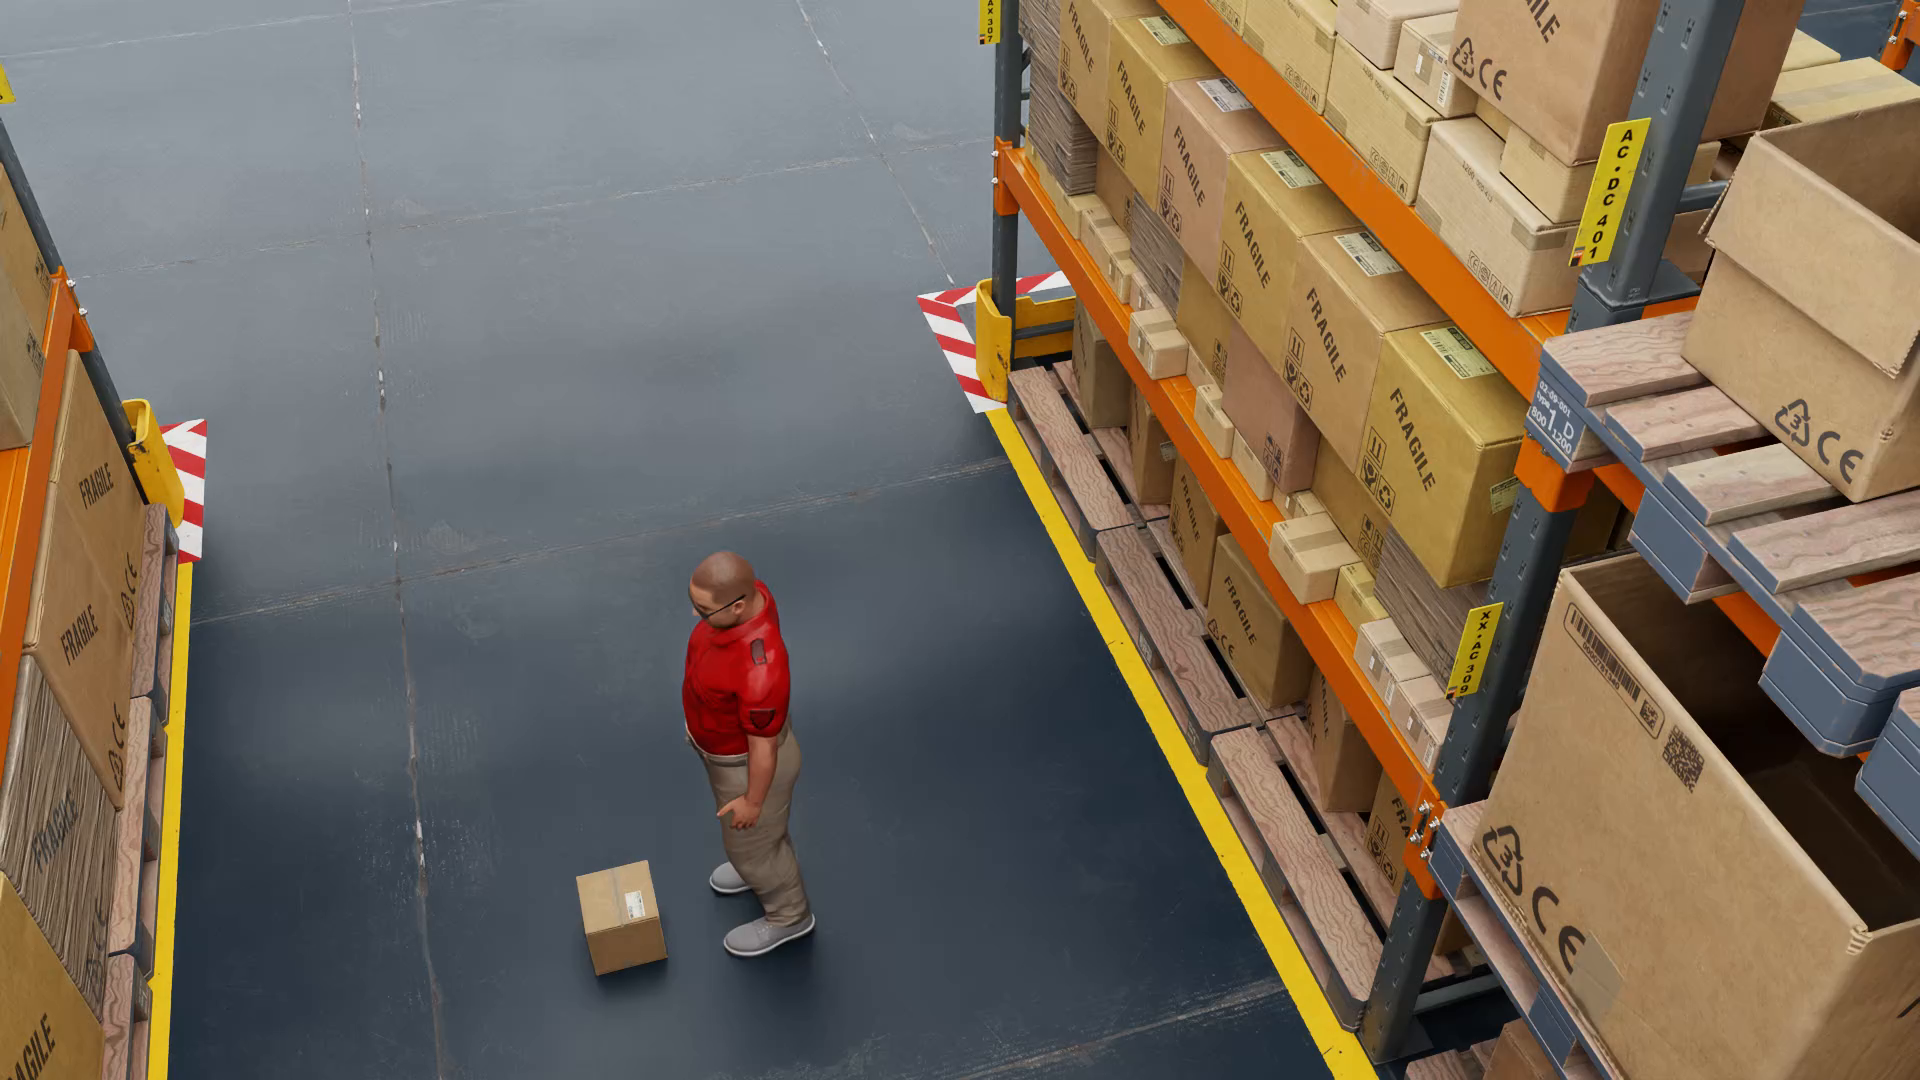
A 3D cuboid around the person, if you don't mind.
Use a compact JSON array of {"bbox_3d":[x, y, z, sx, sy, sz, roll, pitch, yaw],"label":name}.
[{"bbox_3d":[-0.703,0.664,5.385,0.358,1.643,0.531,-11,43,-12],"label":"person"}]
